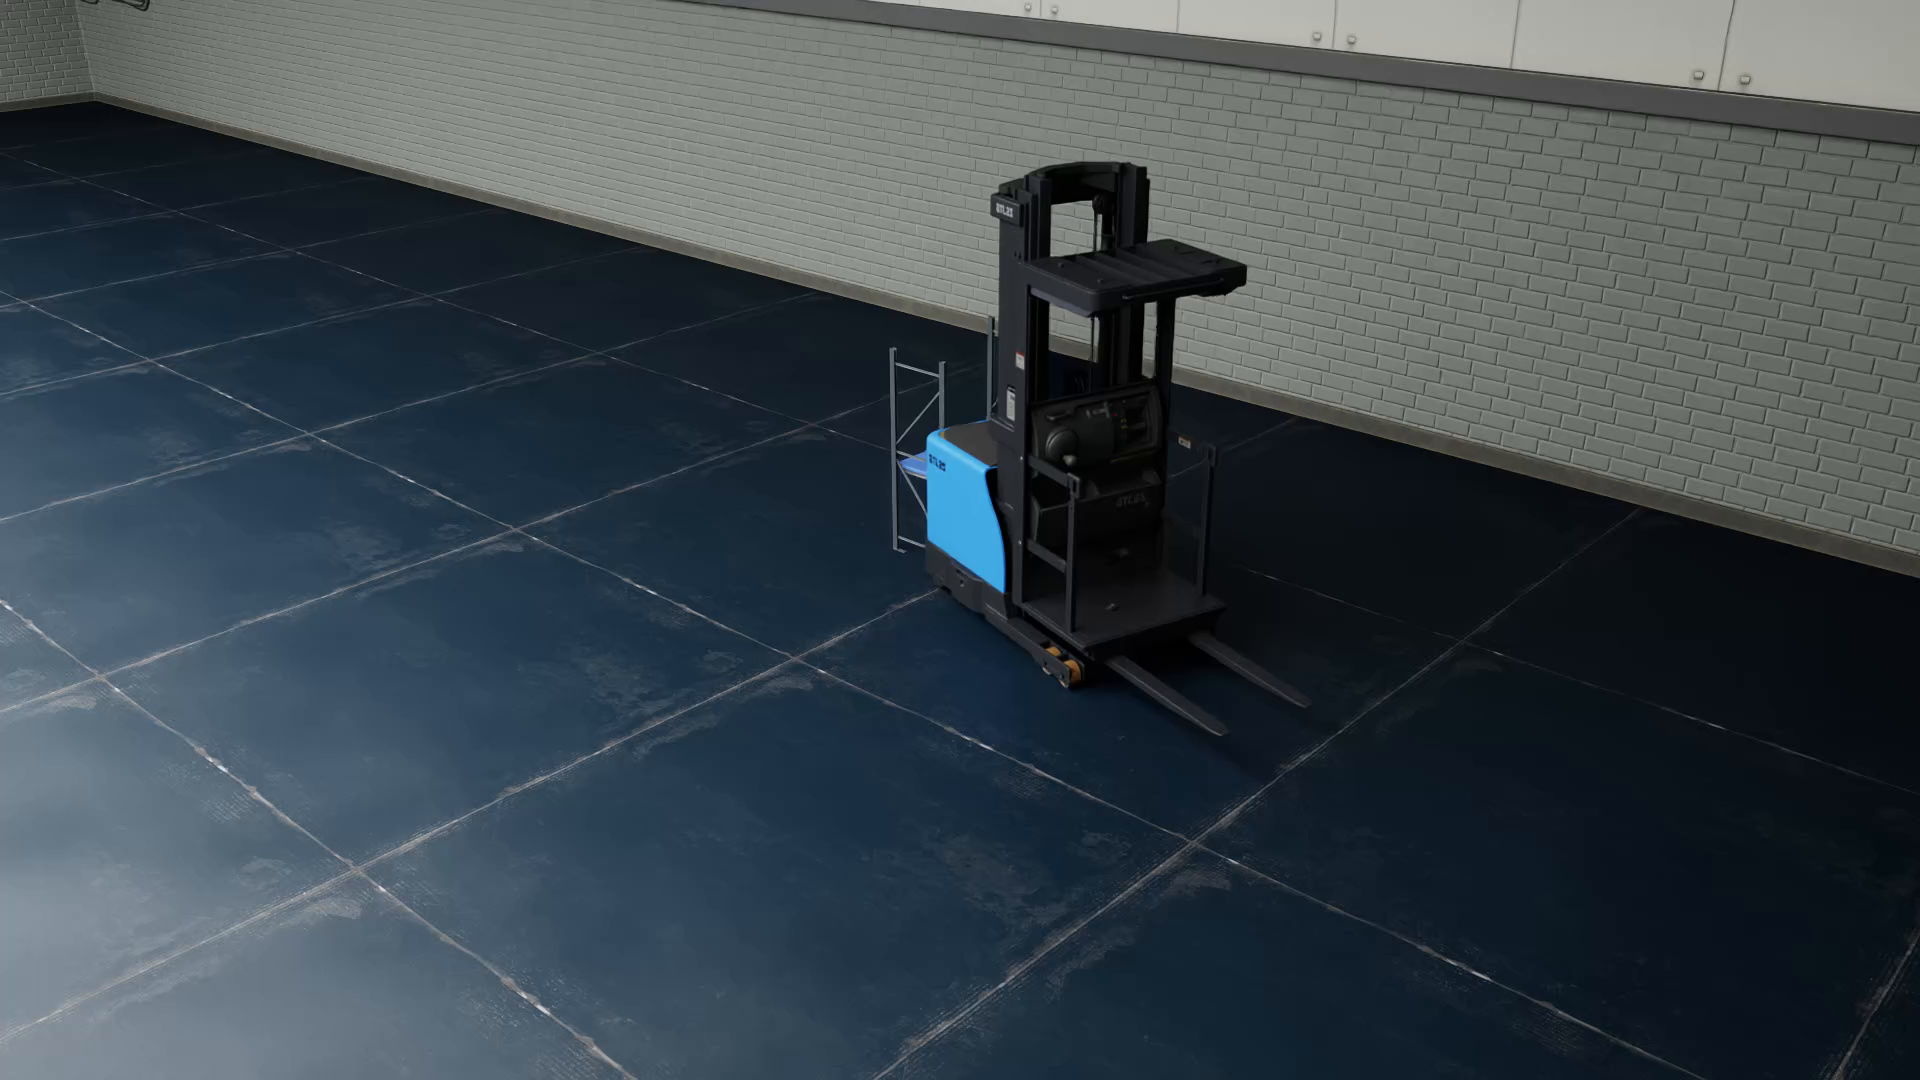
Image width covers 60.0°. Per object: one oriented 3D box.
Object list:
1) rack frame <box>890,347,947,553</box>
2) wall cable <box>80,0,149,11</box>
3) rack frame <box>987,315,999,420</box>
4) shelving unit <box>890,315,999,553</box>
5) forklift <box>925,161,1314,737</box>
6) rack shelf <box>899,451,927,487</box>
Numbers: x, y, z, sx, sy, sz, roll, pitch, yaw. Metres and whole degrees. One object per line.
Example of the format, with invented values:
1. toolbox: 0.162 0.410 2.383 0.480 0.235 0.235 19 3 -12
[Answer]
1. rack frame: -0.282 -0.555 11.455 0.500 1.500 0.032 20 31 38
2. wall cable: -14.192 -10.039 27.235 3.097 2.526 0.112 20 31 38
3. rack frame: 0.396 -0.865 12.146 0.500 1.500 0.032 20 31 38
4. shelving unit: 0.057 -0.710 11.800 0.538 1.500 1.048 20 31 38
5. forklift: 0.948 -0.661 9.941 1.130 2.935 3.031 -14 28 -28
6. rack shelf: 0.057 -0.546 11.874 0.538 0.185 1.000 20 31 38
